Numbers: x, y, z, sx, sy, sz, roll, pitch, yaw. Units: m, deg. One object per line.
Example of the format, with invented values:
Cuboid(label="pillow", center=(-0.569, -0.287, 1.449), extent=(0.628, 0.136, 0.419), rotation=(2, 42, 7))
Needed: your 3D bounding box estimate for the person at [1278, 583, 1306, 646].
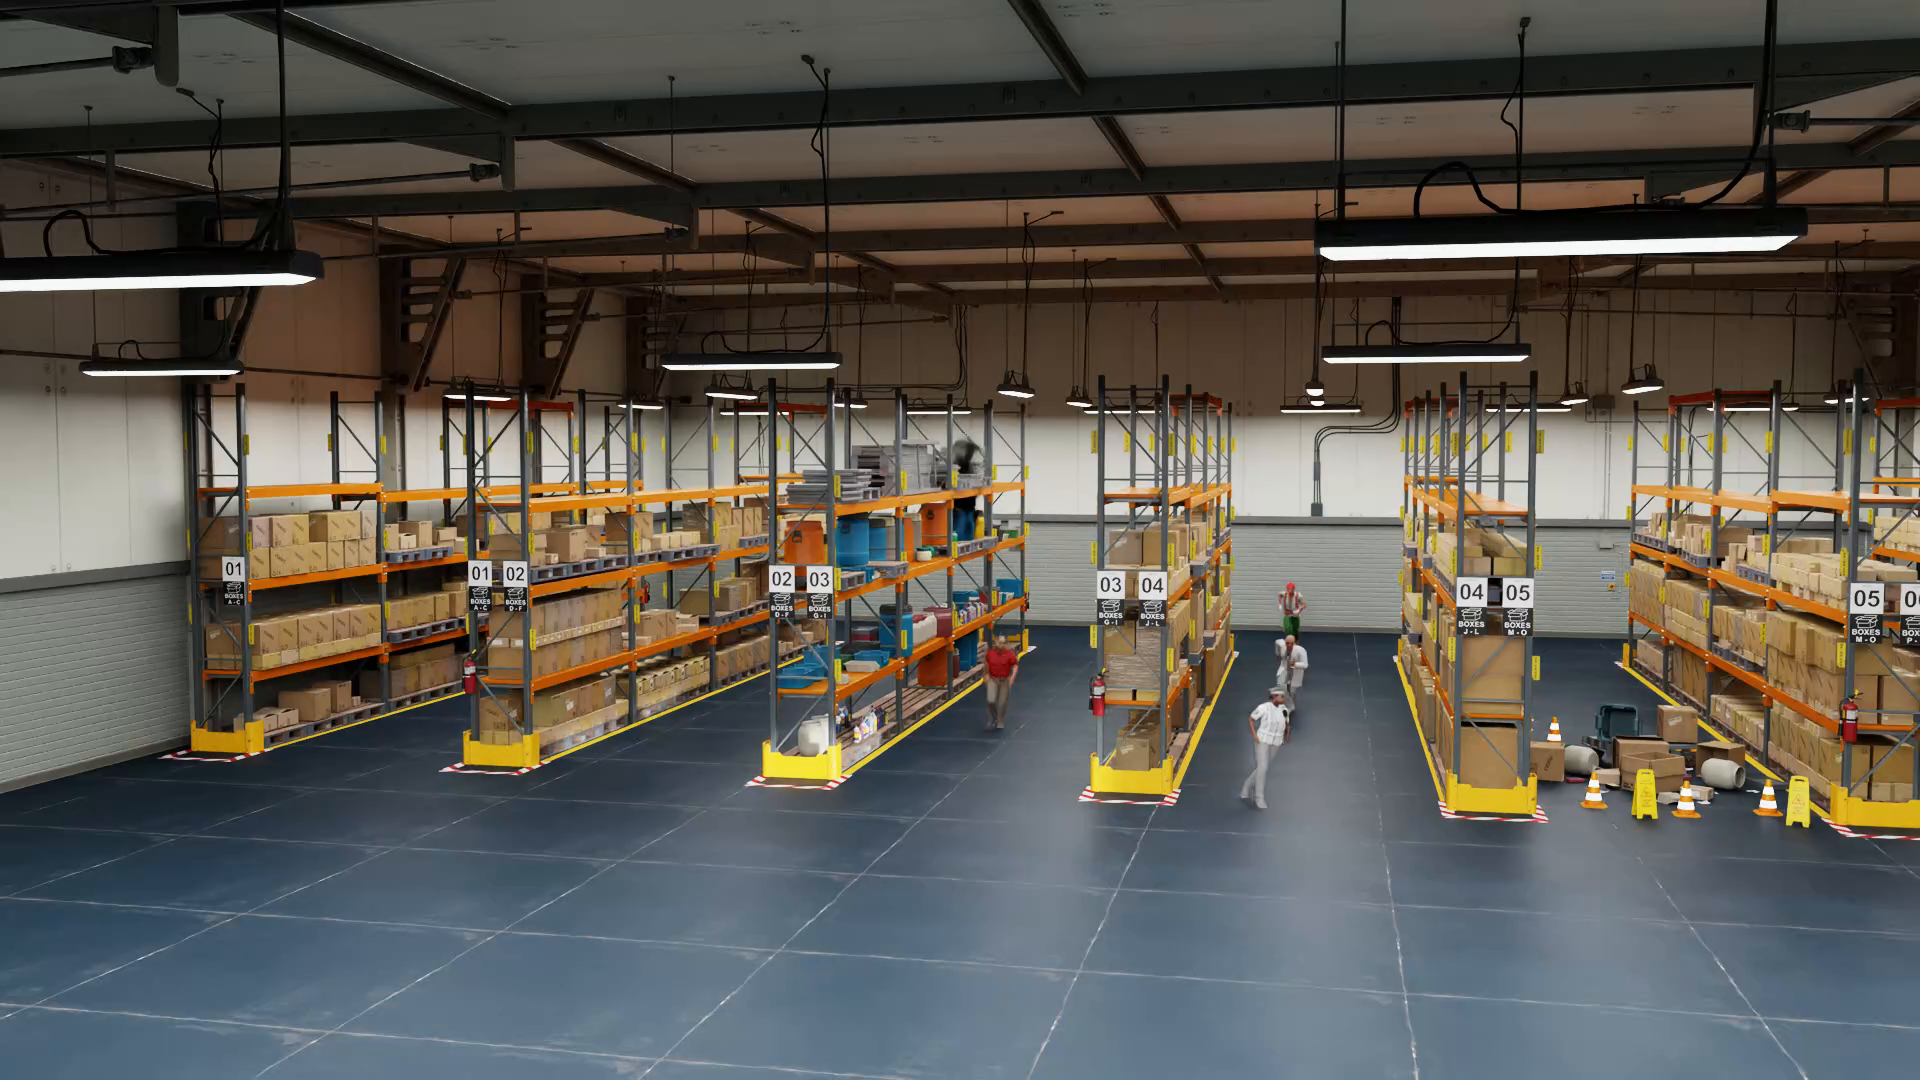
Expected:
Cuboid(label="person", center=(8.053, 1.871, 40.247), extent=(0.698, 1.733, 1.057), rotation=(1, 4, 22))

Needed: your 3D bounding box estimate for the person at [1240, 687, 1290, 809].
Cuboid(label="person", center=(4.302, 2.852, 23.252), extent=(0.728, 1.604, 0.846), rotation=(-1, 4, -23))

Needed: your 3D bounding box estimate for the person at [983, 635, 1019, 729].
Cuboid(label="person", center=(0.705, 2.490, 29.025), extent=(0.649, 1.670, 0.812), rotation=(0, 3, 5))

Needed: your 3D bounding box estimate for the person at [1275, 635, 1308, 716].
Cuboid(label="person", center=(6.133, 2.487, 30.741), extent=(0.691, 1.559, 1.239), rotation=(1, 4, 22))
